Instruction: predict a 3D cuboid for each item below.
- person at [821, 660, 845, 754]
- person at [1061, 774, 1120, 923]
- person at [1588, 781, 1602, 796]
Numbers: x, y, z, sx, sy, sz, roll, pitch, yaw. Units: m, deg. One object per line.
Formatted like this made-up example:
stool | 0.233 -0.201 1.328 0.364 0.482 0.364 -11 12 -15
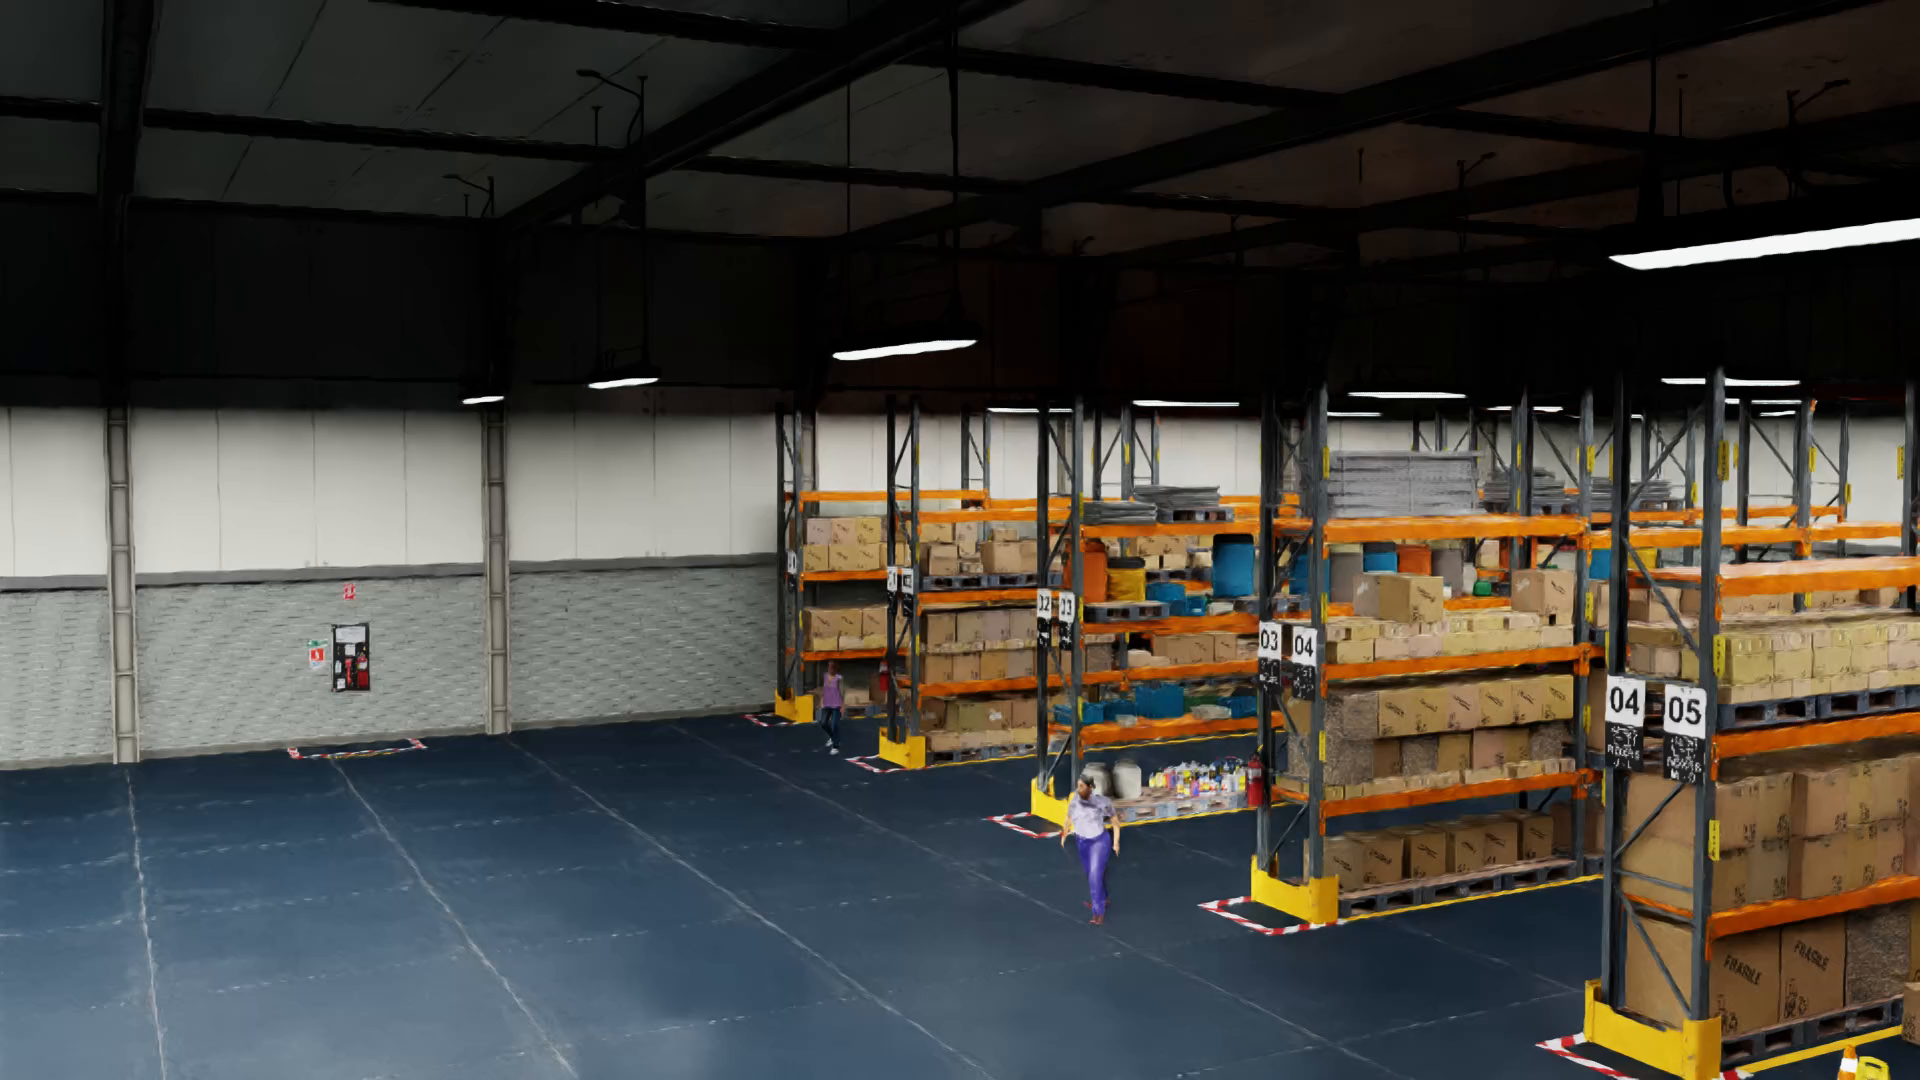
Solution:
person | -2.117 2.828 27.968 0.476 1.521 0.481 2 4 26
person | 1.494 3.331 18.270 0.655 1.578 0.823 3 5 45
person | 8.863 3.015 22.790 0.549 1.735 0.702 -2 4 -29
